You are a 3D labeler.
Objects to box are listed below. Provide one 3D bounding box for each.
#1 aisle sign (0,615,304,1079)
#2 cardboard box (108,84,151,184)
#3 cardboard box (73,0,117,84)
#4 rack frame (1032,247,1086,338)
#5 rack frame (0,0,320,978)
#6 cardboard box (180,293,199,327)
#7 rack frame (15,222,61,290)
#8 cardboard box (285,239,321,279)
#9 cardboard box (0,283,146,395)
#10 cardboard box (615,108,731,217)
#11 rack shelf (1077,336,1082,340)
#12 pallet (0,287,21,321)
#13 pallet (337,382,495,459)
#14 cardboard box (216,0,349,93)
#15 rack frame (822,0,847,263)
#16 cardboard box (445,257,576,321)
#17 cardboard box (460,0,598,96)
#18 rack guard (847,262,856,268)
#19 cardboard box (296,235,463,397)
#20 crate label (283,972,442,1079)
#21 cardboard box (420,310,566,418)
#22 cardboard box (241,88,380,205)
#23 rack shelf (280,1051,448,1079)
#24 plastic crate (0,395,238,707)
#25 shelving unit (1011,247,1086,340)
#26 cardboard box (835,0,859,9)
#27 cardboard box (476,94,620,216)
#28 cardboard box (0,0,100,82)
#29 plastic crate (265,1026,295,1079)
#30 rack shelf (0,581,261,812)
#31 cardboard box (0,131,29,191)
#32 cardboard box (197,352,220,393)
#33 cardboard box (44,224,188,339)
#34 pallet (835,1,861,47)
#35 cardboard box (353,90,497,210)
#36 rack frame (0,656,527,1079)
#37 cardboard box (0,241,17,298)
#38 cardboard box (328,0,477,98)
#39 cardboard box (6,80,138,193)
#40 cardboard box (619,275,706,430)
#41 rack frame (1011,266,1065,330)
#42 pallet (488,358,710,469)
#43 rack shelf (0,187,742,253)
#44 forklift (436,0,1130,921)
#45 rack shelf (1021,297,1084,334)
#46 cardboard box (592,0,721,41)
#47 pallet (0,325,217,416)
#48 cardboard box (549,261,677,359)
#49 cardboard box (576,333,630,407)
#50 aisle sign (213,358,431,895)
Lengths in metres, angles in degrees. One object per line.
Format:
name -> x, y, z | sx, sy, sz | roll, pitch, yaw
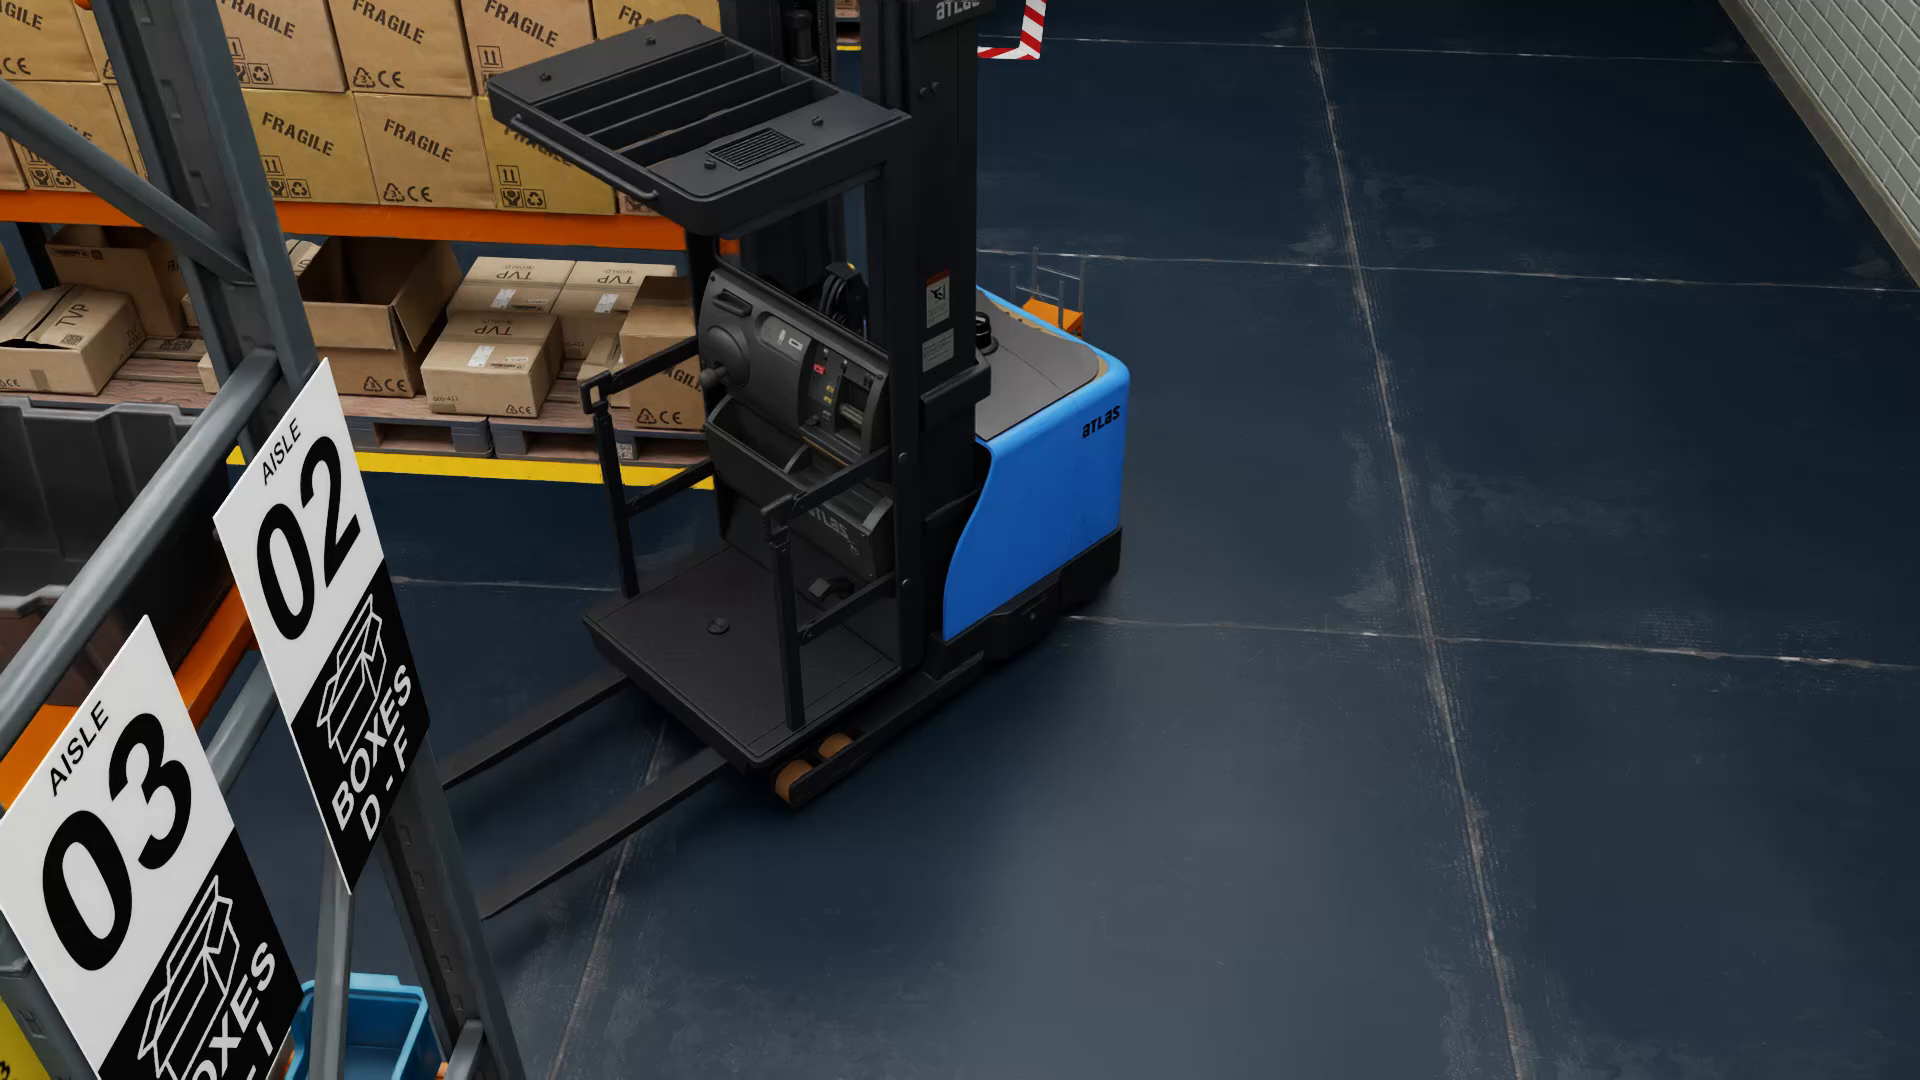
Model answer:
aisle sign -> -1.033, 0.523, 2.172 | 0.004, 0.787, 0.394 | 3, 39, 4
cardboard box -> -3.141, -1.775, 6.976 | 0.500, 0.500, 0.500 | 3, 39, 4
cardboard box -> -3.162, -2.158, 6.654 | 0.500, 0.500, 0.500 | 2, 39, 3
rack frame -> 0.405, -0.698, 7.157 | 0.240, 1.200, 0.006 | 20, 43, 23
rack frame -> -1.079, -0.984, 1.330 | 0.127, 3.000, 1.000 | 3, 39, 4
cardboard box -> -3.663, -1.220, 8.282 | 0.250, 0.149, 0.380 | 3, 39, 4
rack frame -> -4.633, -1.990, 7.319 | 0.127, 3.000, 1.000 | 3, 39, 4
cardboard box -> -3.294, -1.224, 8.160 | 0.500, 0.311, 0.500 | 3, 39, 4
cardboard box -> -4.234, -0.959, 7.833 | 0.500, 0.311, 0.500 | 3, 39, 4
cardboard box -> -1.118, -1.664, 6.839 | 0.500, 0.500, 0.500 | 4, 39, 5
rack shelf -> 0.358, -0.800, 6.973 | 0.258, 0.103, 0.180 | 20, 43, 23
pallet -> -5.447, -0.929, 8.224 | 1.213, 0.211, 1.003 | 3, 39, 4
pallet -> -2.731, -0.806, 8.073 | 1.213, 0.211, 1.003 | 3, 39, 4
cardboard box -> -2.648, -2.130, 6.620 | 0.500, 0.500, 0.500 | 4, 39, 5
rack frame -> -0.648, -1.772, 7.051 | 0.127, 3.000, 1.000 | 3, 39, 4
cardboard box -> -2.162, -1.139, 8.103 | 0.500, 0.250, 0.500 | 3, 39, 4
cardboard box -> -1.619, -2.077, 6.554 | 0.500, 0.500, 0.500 | 4, 39, 5
rack guard -> -0.724, -0.807, 7.845 | 0.348, 0.500, 1.175 | 3, 39, 4
cardboard box -> -2.761, -1.093, 7.846 | 0.637, 0.503, 0.797 | 3, 39, 4
crate label -> -1.297, 1.164, 3.529 | 0.303, 0.233, 0.416 | 3, 39, 4
cardboard box -> -2.155, -0.822, 7.713 | 0.500, 0.250, 0.500 | 3, 39, 4
cardboard box -> -2.634, -1.748, 6.943 | 0.500, 0.500, 0.500 | 3, 39, 3
rack shelf -> -3.072, 1.513, 3.585 | 4.000, 0.370, 1.077 | 3, 39, 4
plastic crate -> -1.439, 0.034, 2.560 | 0.590, 0.269, 0.497 | 3, 39, 4
shelving unit -> 0.359, -0.649, 7.096 | 0.258, 1.200, 0.189 | 20, 43, 23
cardboard box -> -0.931, -4.057, 11.505 | 0.500, 0.500, 0.700 | 3, 39, 4
cardboard box -> -1.635, -1.690, 6.871 | 0.500, 0.500, 0.500 | 3, 39, 4
cardboard box -> -3.674, -2.186, 6.688 | 0.500, 0.500, 0.500 | 2, 39, 2
plastic crate -> -1.609, 1.132, 3.645 | 0.298, 0.136, 0.250 | 3, 39, 4
rack shelf -> -3.072, 0.350, 2.638 | 4.000, 0.370, 1.077 | 3, 39, 4
cardboard box -> -4.149, -1.830, 7.043 | 0.500, 0.500, 0.500 | 4, 39, 5
cardboard box -> -3.371, -0.862, 7.829 | 0.250, 0.166, 0.380 | 3, 39, 4
cardboard box -> -4.041, -1.339, 8.150 | 0.500, 0.500, 0.500 | 3, 39, 4
pallet -> -1.028, -3.801, 11.752 | 1.213, 0.211, 1.003 | 3, 39, 4
cardboard box -> -2.132, -1.721, 6.909 | 0.500, 0.500, 0.500 | 3, 39, 4
rack frame -> -1.079, 1.343, 3.224 | 0.127, 3.000, 1.000 | 3, 39, 4
cardboard box -> -5.094, -1.371, 8.190 | 0.500, 0.500, 0.500 | 1, 39, 2
cardboard box -> -2.136, -2.102, 6.585 | 0.500, 0.500, 0.500 | 4, 39, 5
cardboard box -> -3.639, -1.804, 7.011 | 0.500, 0.500, 0.500 | 4, 39, 5
cardboard box -> -1.211, -0.848, 7.547 | 0.500, 0.500, 0.500 | 3, 39, 4
rack frame -> 0.312, -0.599, 7.035 | 0.240, 1.200, 0.006 | 20, 43, 23
pallet -> -1.518, -0.738, 7.989 | 1.213, 0.211, 1.003 | 3, 39, 4
rack shelf -> -2.641, -1.602, 7.412 | 4.000, 0.370, 1.077 | 3, 39, 4
forklift -> -0.735, -0.541, 5.593 | 3.031, 2.935, 1.130 | -32, 49, -33
rack shelf -> 0.358, -0.893, 6.897 | 0.258, 0.103, 0.180 | 20, 43, 23
cardboard box -> -1.116, -2.050, 6.521 | 0.500, 0.500, 0.500 | 3, 39, 3
pallet -> -3.949, -0.870, 8.152 | 1.213, 0.211, 1.003 | 3, 39, 4
cardboard box -> -1.664, -1.112, 8.069 | 0.500, 0.250, 0.500 | 3, 39, 4
cardboard box -> -1.607, -0.797, 7.749 | 0.250, 0.166, 0.380 | 3, 39, 4
aisle sign -> -0.982, 0.152, 2.628 | 0.004, 0.787, 0.394 | 3, 39, 4
